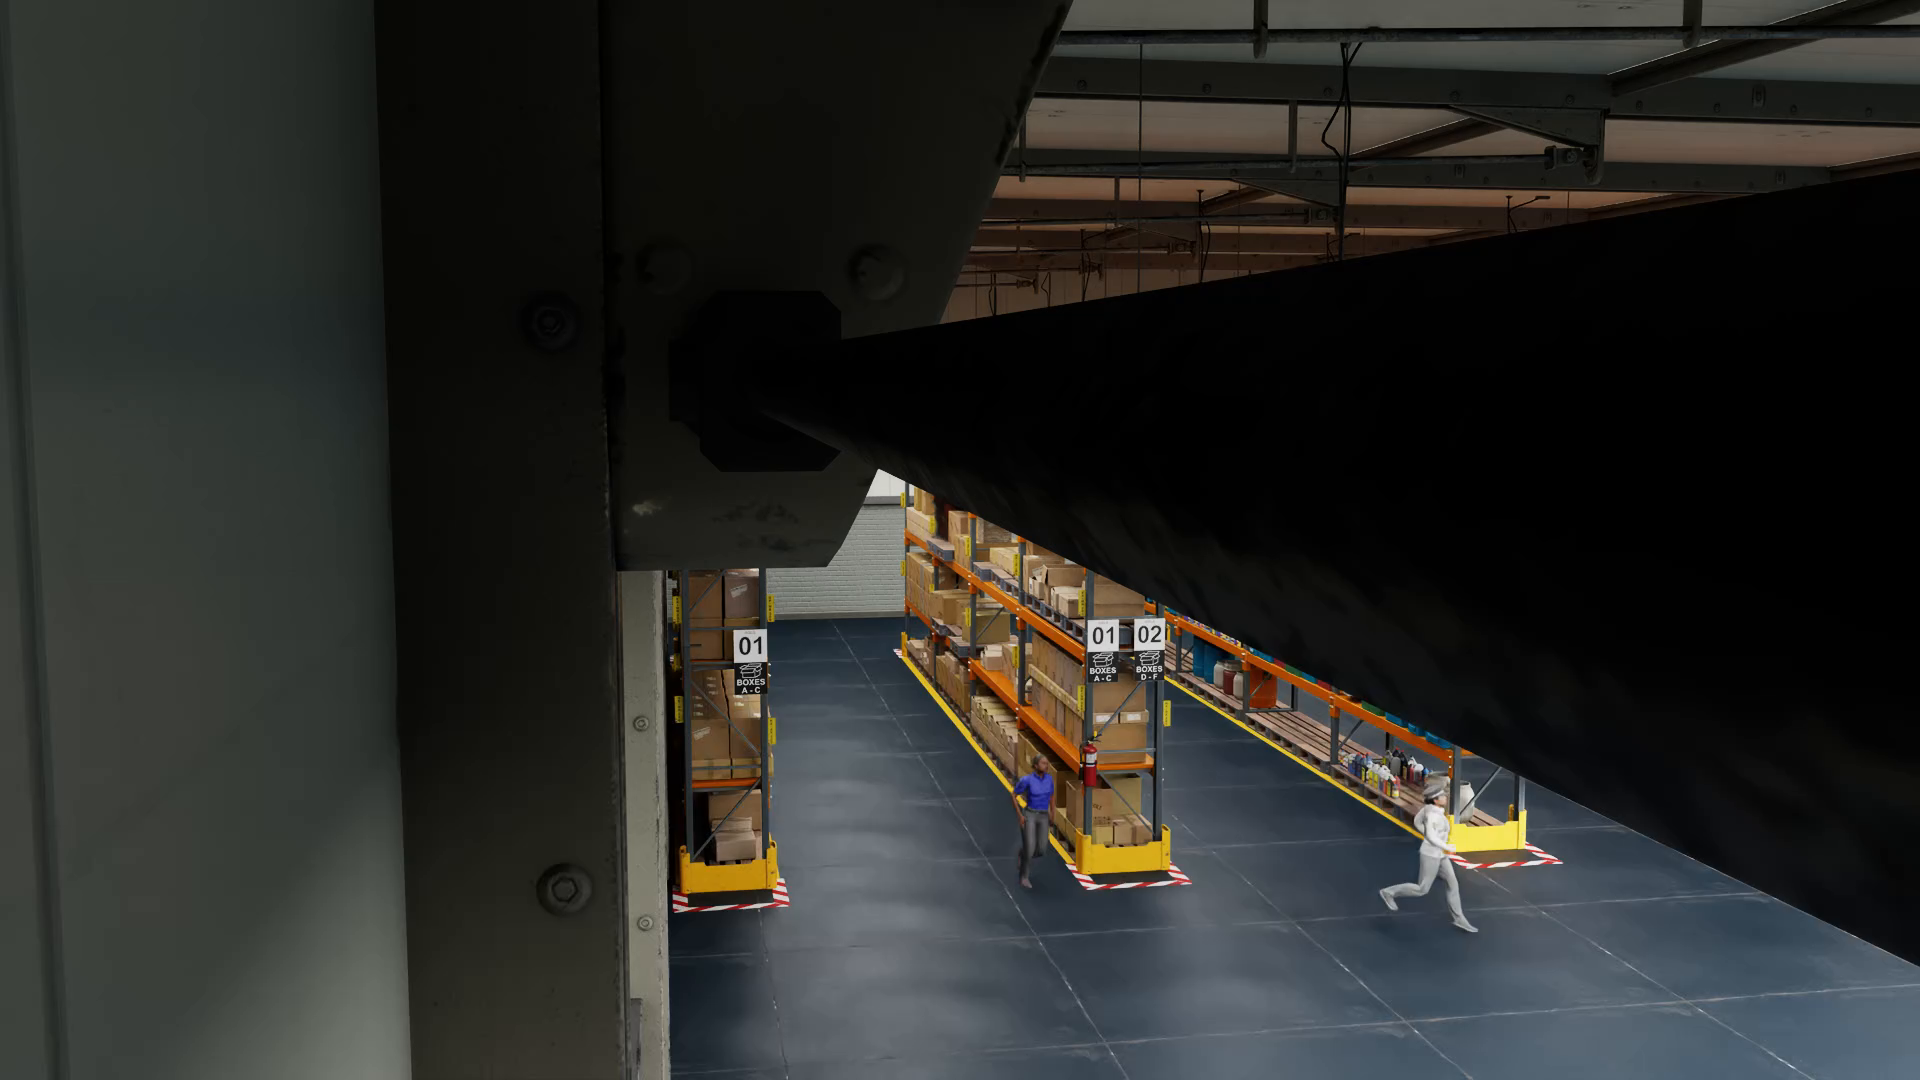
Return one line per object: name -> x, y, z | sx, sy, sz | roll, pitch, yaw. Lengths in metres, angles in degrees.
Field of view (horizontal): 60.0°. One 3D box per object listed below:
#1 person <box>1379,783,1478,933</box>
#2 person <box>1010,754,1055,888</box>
person -> 5.299, 3.569, 18.743 | 1.081, 1.700, 0.586 | 2, 6, 22
person -> 0.909, 3.477, 20.513 | 0.621, 1.524, 0.548 | -3, 7, -25
